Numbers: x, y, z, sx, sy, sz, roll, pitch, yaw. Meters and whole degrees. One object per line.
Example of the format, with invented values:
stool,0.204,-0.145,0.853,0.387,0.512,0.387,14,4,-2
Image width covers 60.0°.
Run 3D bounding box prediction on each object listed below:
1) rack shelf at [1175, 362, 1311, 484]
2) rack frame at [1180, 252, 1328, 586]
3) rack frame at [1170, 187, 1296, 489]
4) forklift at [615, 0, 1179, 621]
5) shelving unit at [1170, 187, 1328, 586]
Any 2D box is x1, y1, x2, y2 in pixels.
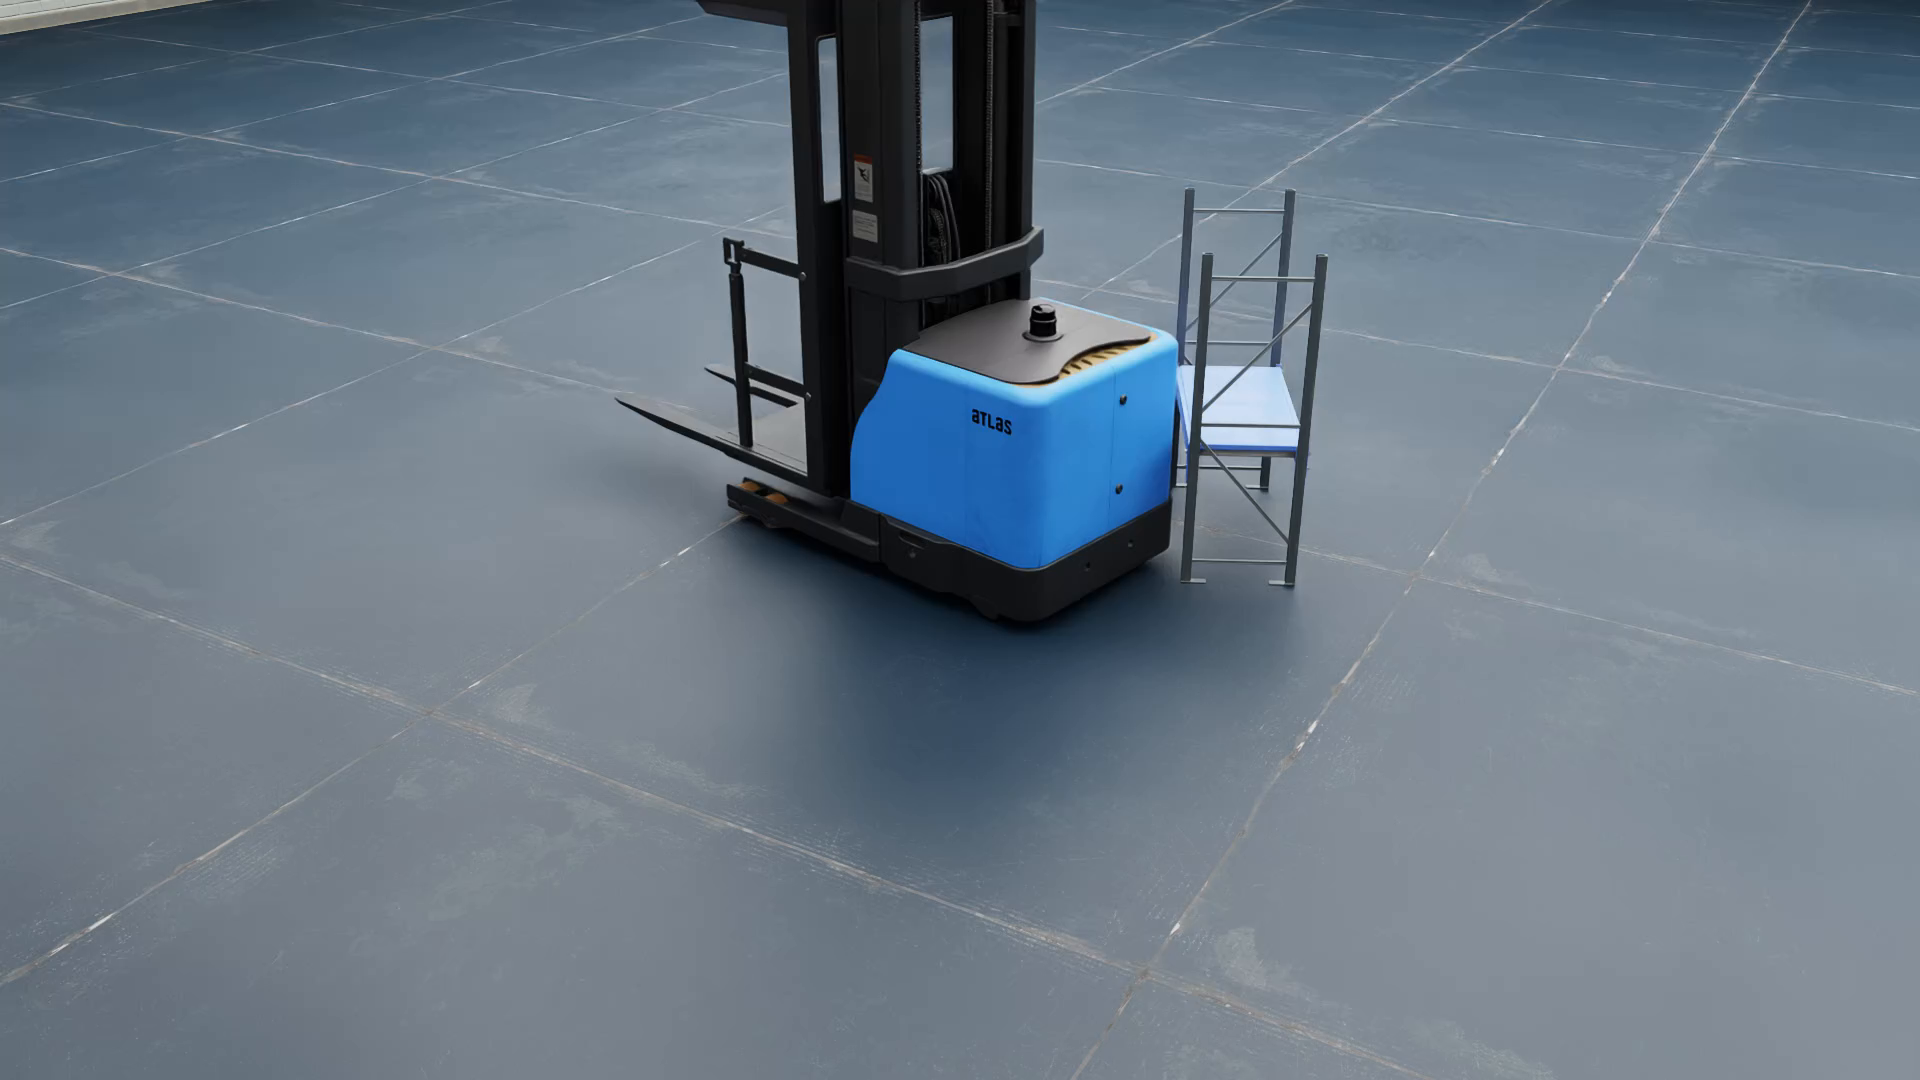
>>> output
rack shelf,1.256,-0.547,7.569,0.538,0.185,1.000,1,27,3
rack frame,1.229,-0.481,7.035,0.500,1.500,0.032,1,27,3
rack frame,1.283,-0.935,7.942,0.500,1.500,0.032,1,27,3
forklift,-0.476,-1.517,7.506,3.031,2.935,1.130,22,34,37
shelving unit,1.256,-0.708,7.488,0.538,1.500,1.048,1,27,3
